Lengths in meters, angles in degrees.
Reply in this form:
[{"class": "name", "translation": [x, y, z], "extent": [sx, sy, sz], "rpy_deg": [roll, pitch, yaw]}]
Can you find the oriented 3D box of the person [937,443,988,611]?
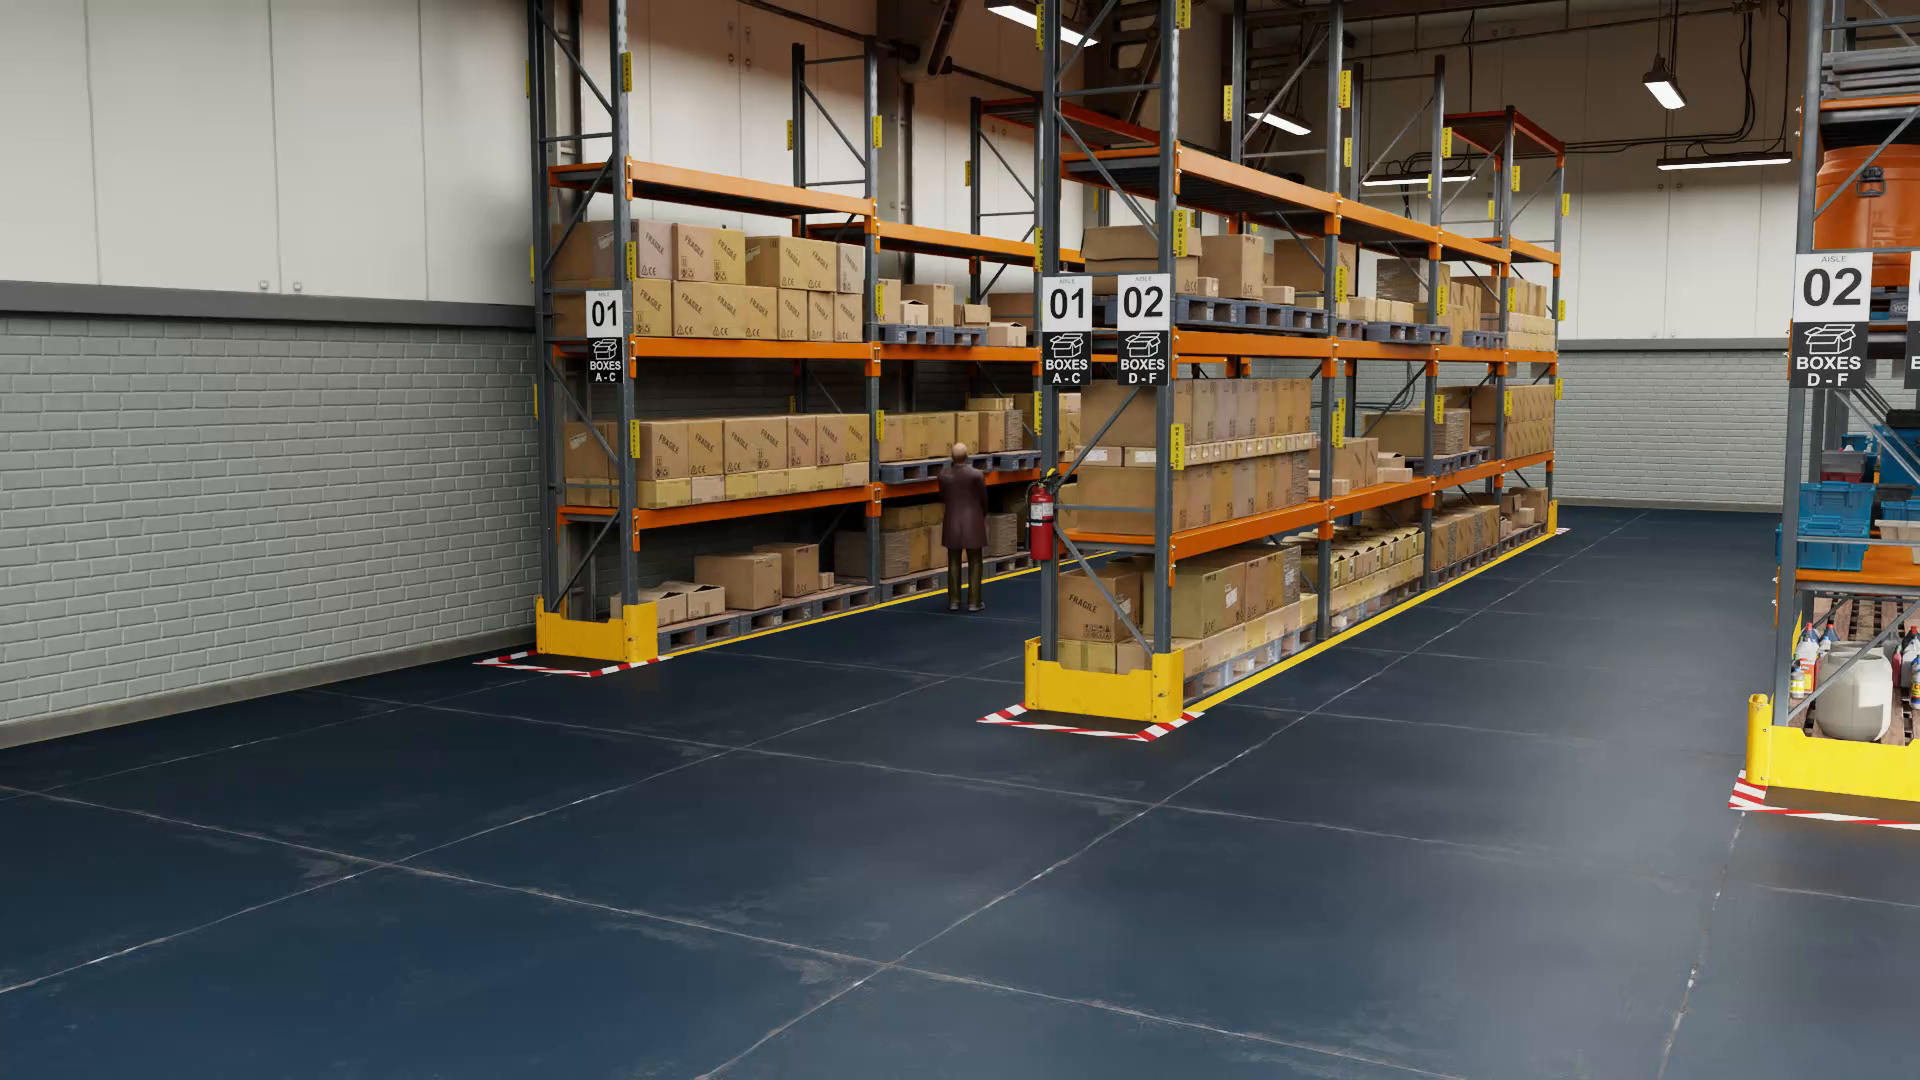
[{"class": "person", "translation": [0.055, -0.151, 17.583], "extent": [0.530, 1.769, 0.563], "rpy_deg": [1, 6, 14]}]
